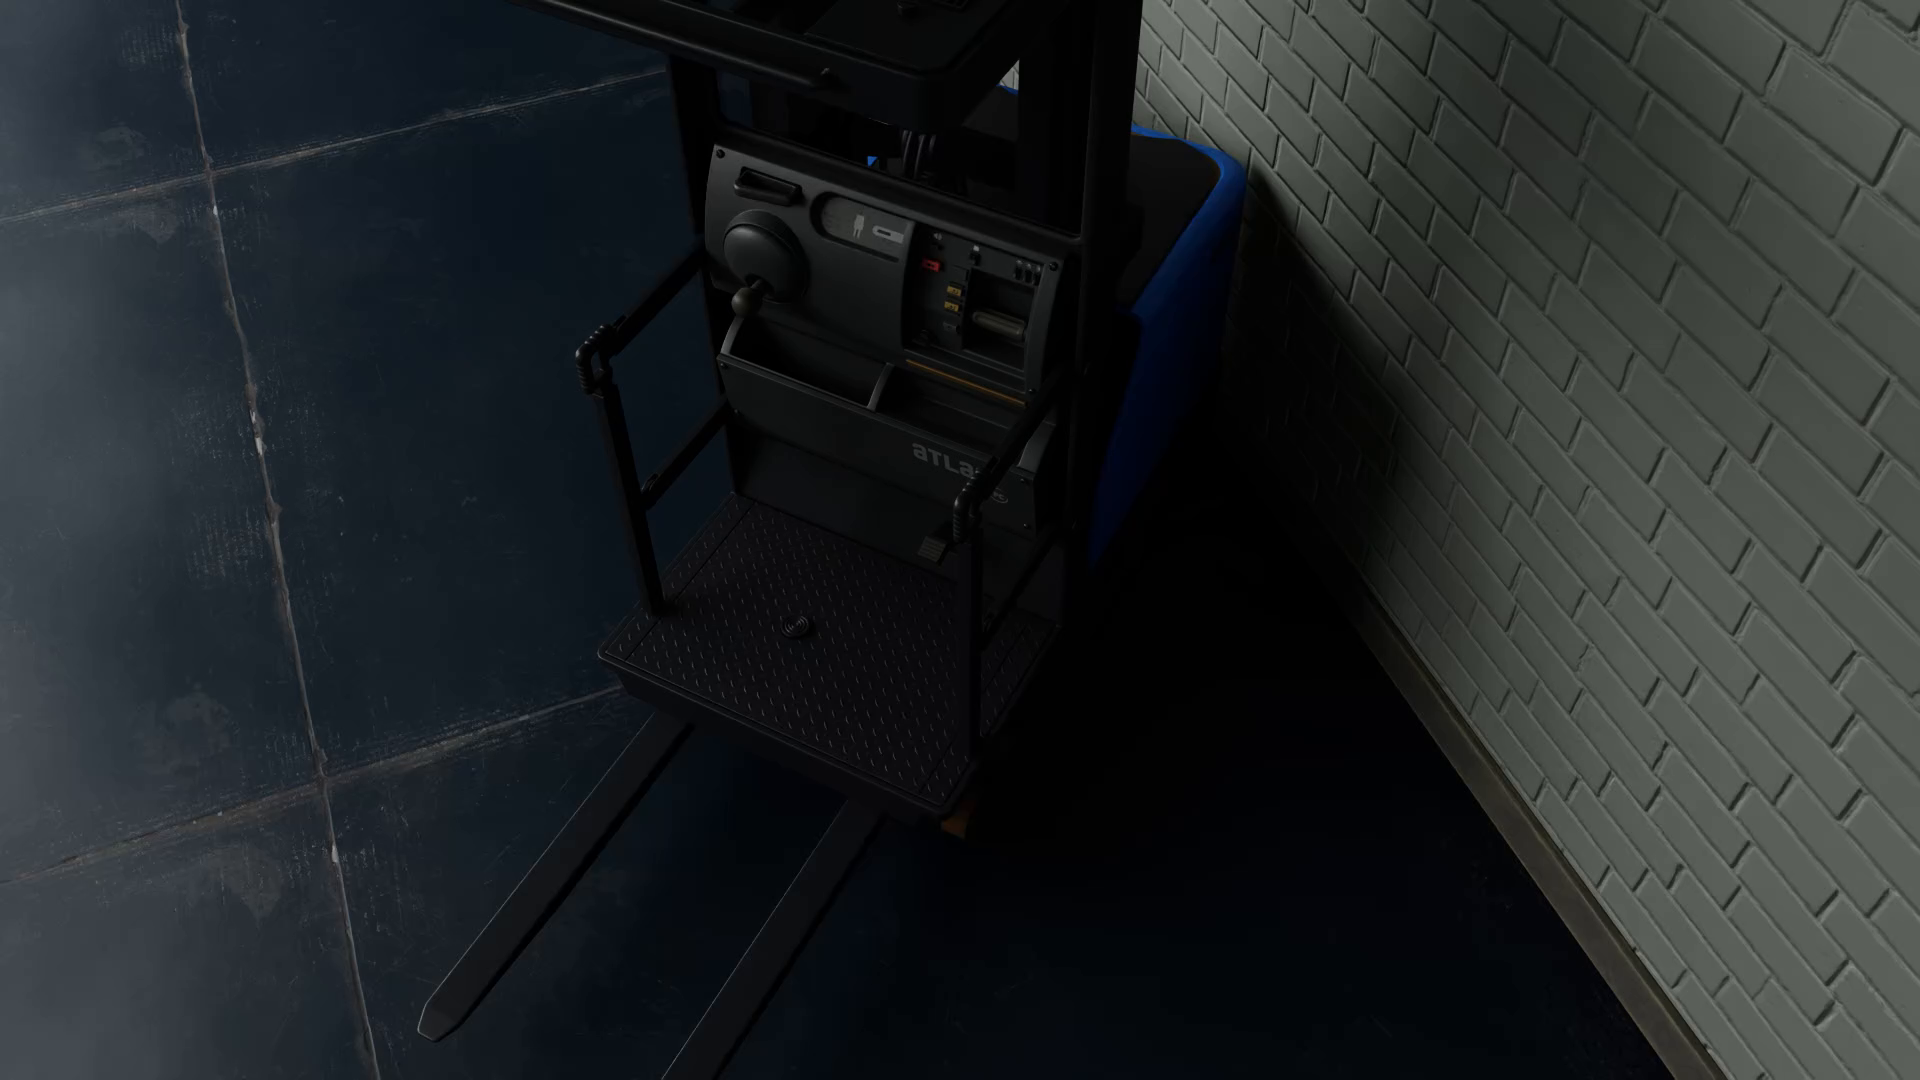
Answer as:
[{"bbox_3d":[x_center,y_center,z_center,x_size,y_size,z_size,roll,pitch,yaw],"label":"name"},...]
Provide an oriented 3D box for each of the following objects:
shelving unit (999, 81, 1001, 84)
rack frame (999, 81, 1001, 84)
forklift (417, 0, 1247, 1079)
[{"bbox_3d":[-0.149,-1.208,5.497,0.503,1.200,0.258,-17,52,-14],"label":"shelving unit"},{"bbox_3d":[0.077,-1.279,5.557,0.015,1.200,0.240,-17,52,-14],"label":"rack frame"},{"bbox_3d":[-0.291,-0.538,3.780,1.130,2.935,3.031,22,53,18],"label":"forklift"}]
